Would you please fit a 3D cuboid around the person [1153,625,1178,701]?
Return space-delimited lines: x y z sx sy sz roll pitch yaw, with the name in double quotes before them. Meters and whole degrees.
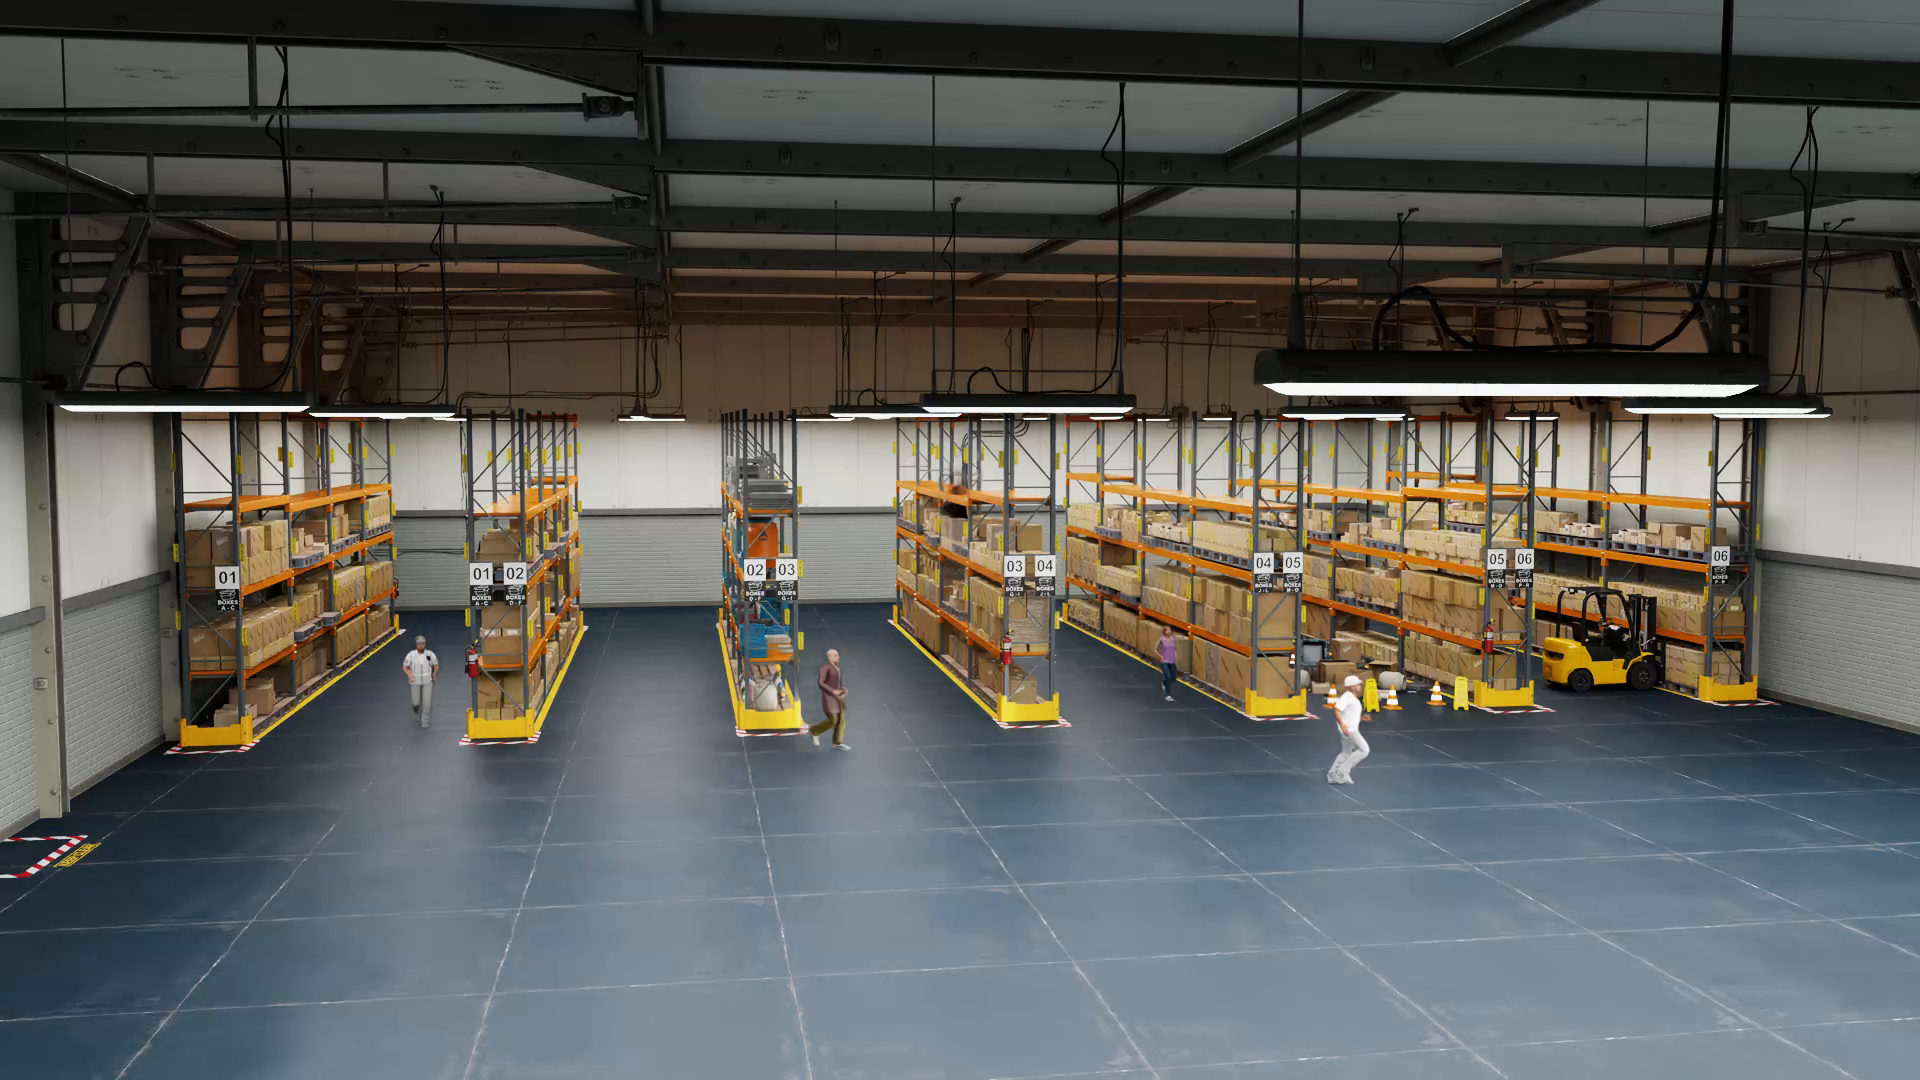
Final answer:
"person" 4.272 2.540 34.502 0.538 1.549 0.608 -1 4 -18

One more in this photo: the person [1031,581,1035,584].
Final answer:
"person" 2.257 1.655 45.974 0.701 1.755 0.869 -1 4 -15

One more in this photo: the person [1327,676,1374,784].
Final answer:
"person" 6.204 3.006 26.408 0.715 1.713 0.619 1 4 14

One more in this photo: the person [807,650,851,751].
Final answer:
"person" -2.288 2.806 29.300 0.812 1.771 0.738 2 4 24

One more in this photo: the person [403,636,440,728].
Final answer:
"person" -10.152 2.665 31.380 0.661 1.731 0.626 -1 4 -20
